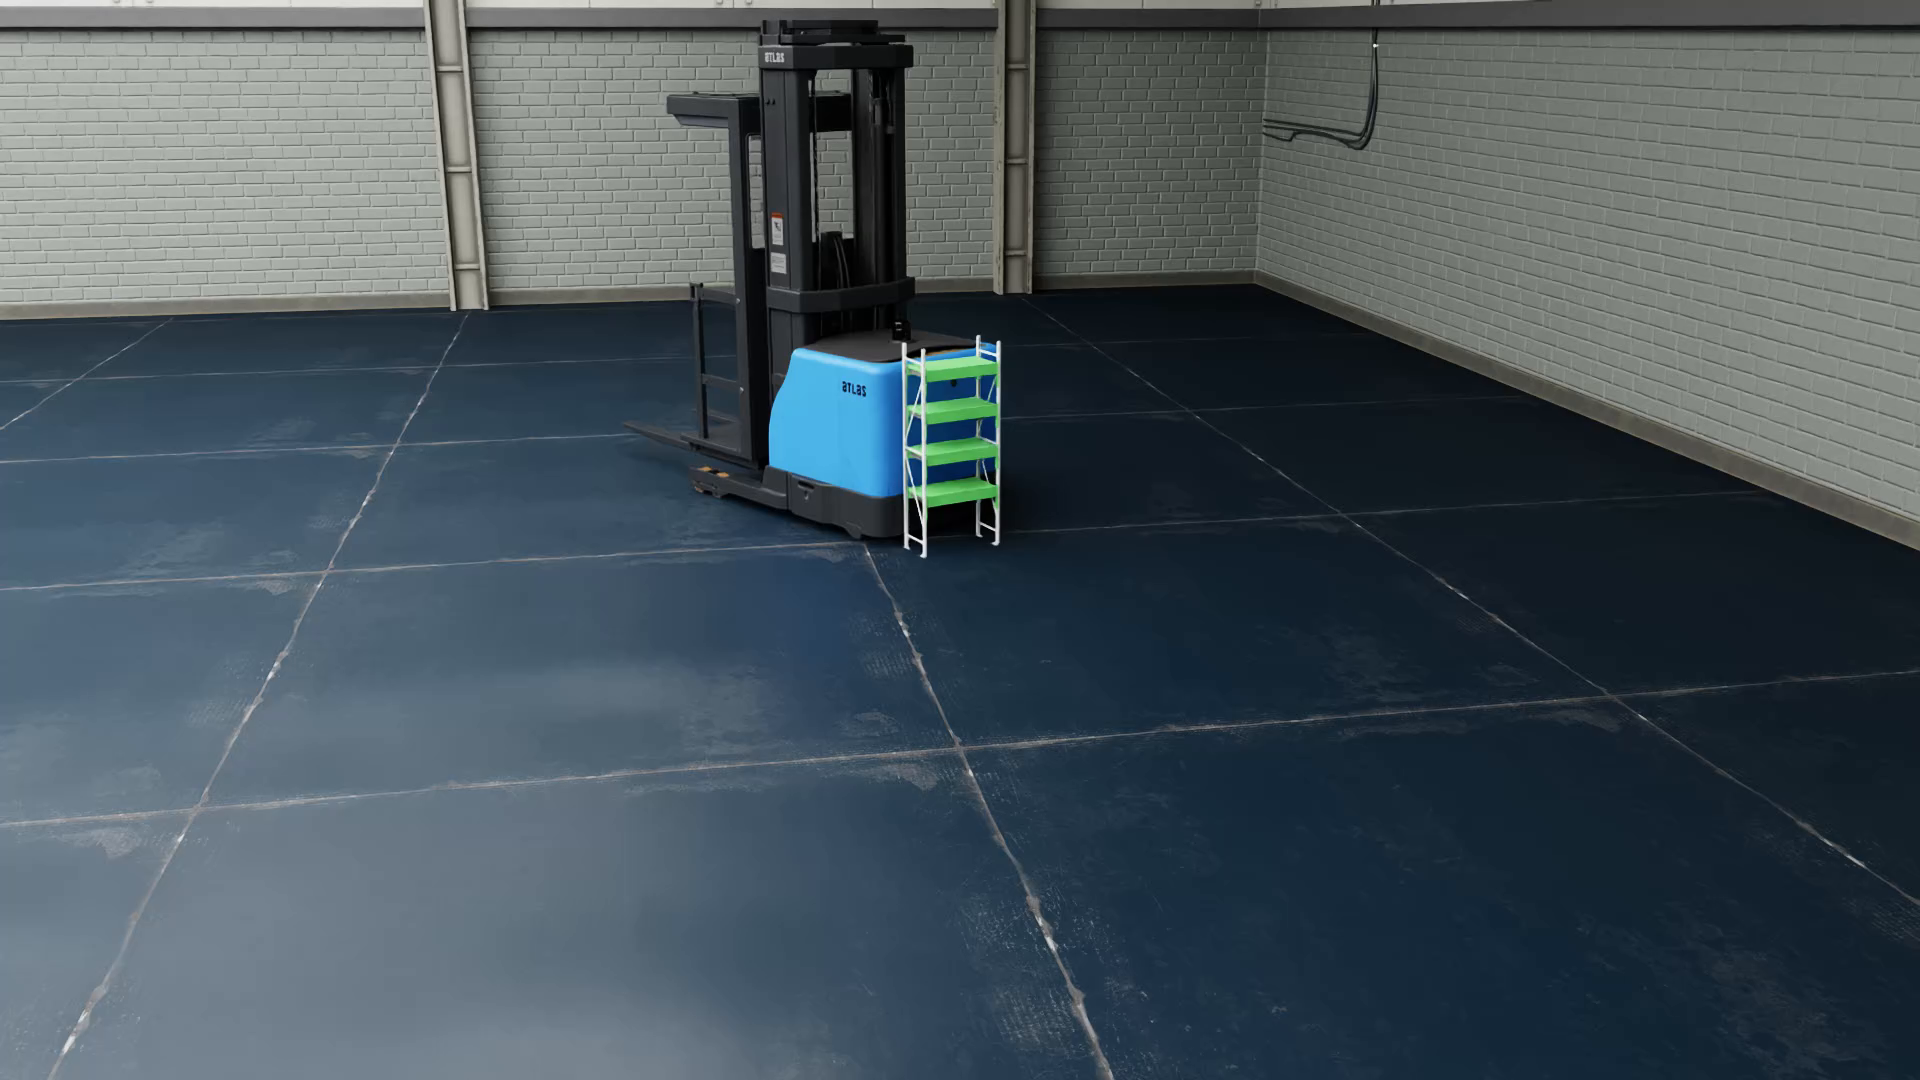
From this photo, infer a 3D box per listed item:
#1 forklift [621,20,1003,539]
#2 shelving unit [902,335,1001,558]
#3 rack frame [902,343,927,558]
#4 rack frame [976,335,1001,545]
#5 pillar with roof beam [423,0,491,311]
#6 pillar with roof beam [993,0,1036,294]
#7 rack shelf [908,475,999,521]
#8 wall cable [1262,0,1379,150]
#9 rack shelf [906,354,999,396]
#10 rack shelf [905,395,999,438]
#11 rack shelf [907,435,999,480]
[{"bbox_3d":[-1.114,-1.761,10.552,1.130,2.935,3.031,-16,23,-41],"label":"forklift"},{"bbox_3d":[-0.047,-0.537,9.515,0.503,1.200,0.258,-10,20,-29],"label":"shelving unit"},{"bbox_3d":[-0.257,-0.500,9.396,0.015,1.200,0.240,-10,20,-29],"label":"rack frame"},{"bbox_3d":[0.163,-0.573,9.635,0.015,1.200,0.240,-10,20,-29],"label":"rack frame"},{"bbox_3d":[-4.471,-5.572,12.626,0.400,9.000,9.100,-3,17,-10],"label":"pillar with roof beam"},{"bbox_3d":[1.420,-5.906,13.714,0.400,9.000,9.100,-3,17,-10],"label":"pillar with roof beam"},{"bbox_3d":[-0.047,-0.246,9.605,0.480,0.148,0.258,-10,20,-29],"label":"rack shelf"},{"bbox_3d":[3.747,-5.446,17.504,0.112,2.526,3.097,-3,17,-10],"label":"wall cable"},{"bbox_3d":[-0.047,-0.934,9.393,0.480,0.148,0.258,-10,20,-29],"label":"rack shelf"},{"bbox_3d":[-0.047,-0.705,9.464,0.480,0.148,0.258,-10,20,-29],"label":"rack shelf"},{"bbox_3d":[-0.047,-0.476,9.534,0.480,0.148,0.258,-10,20,-29],"label":"rack shelf"}]
